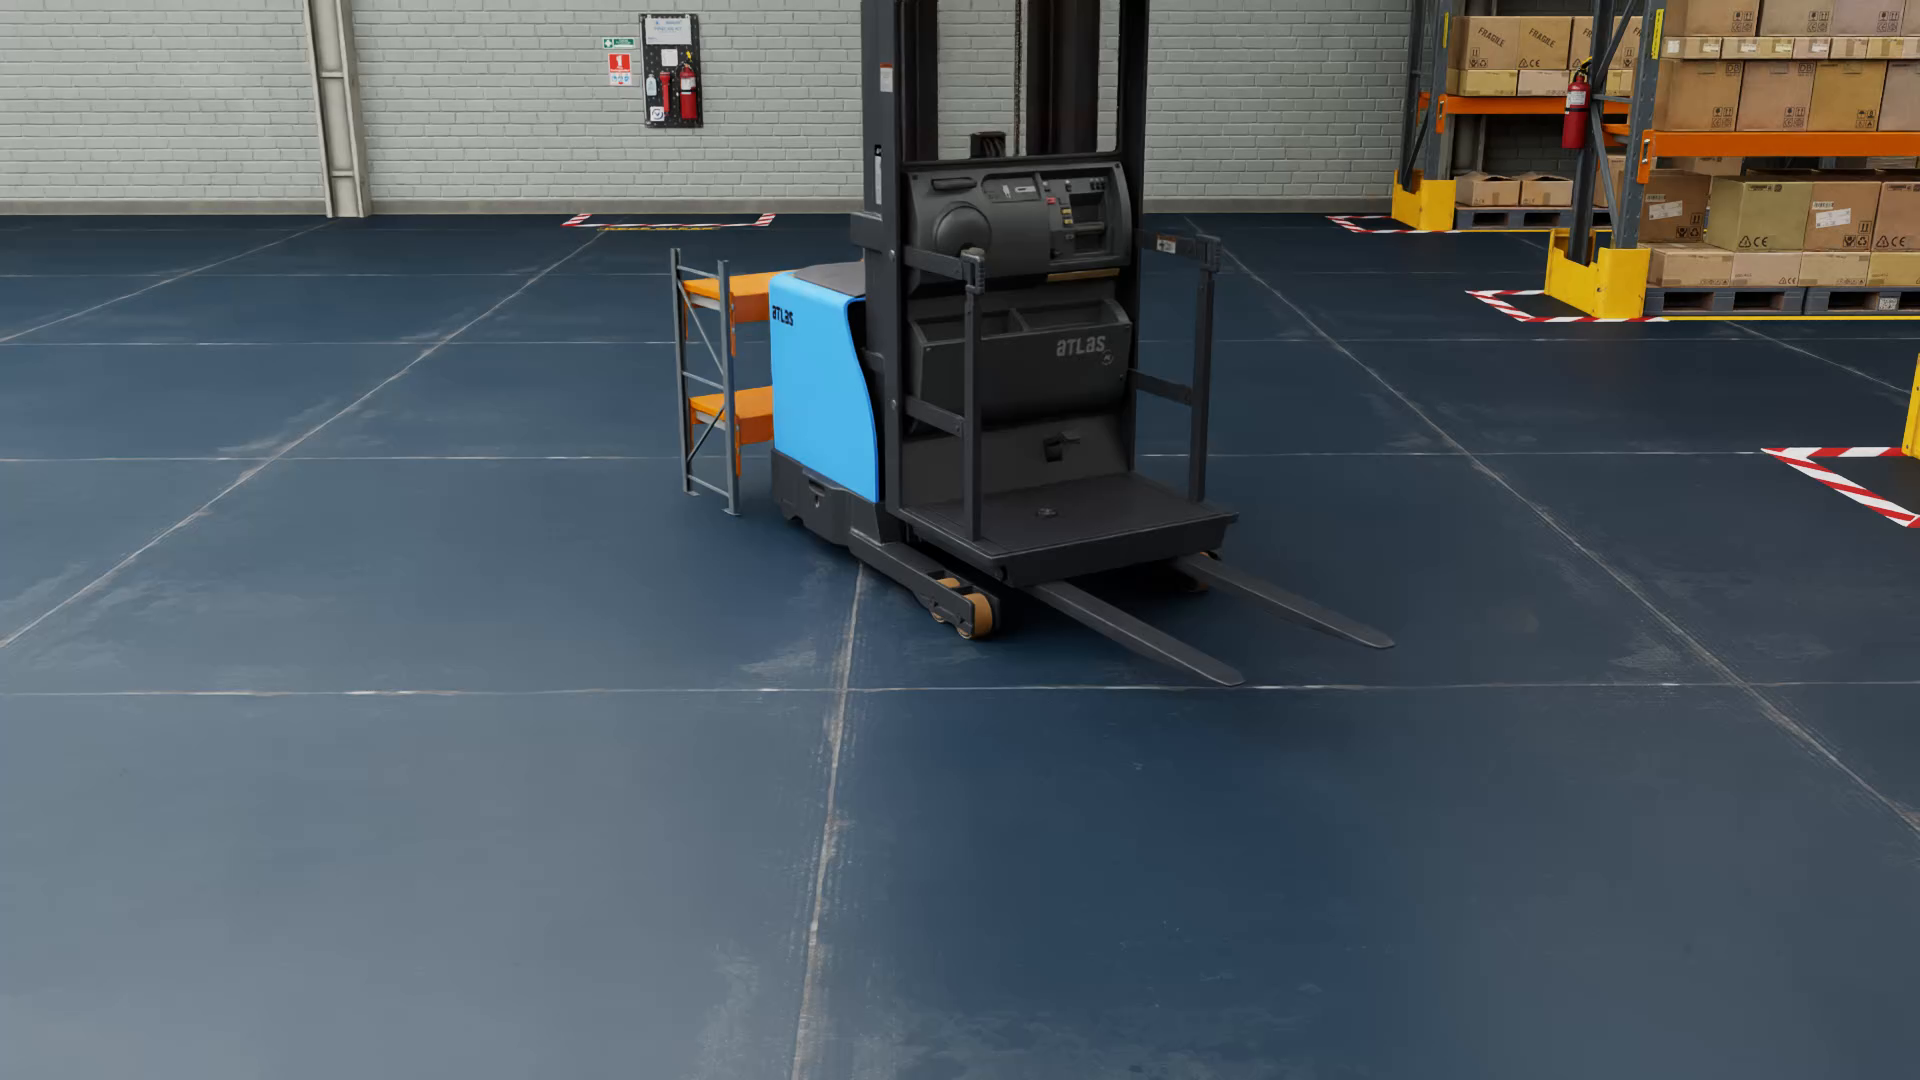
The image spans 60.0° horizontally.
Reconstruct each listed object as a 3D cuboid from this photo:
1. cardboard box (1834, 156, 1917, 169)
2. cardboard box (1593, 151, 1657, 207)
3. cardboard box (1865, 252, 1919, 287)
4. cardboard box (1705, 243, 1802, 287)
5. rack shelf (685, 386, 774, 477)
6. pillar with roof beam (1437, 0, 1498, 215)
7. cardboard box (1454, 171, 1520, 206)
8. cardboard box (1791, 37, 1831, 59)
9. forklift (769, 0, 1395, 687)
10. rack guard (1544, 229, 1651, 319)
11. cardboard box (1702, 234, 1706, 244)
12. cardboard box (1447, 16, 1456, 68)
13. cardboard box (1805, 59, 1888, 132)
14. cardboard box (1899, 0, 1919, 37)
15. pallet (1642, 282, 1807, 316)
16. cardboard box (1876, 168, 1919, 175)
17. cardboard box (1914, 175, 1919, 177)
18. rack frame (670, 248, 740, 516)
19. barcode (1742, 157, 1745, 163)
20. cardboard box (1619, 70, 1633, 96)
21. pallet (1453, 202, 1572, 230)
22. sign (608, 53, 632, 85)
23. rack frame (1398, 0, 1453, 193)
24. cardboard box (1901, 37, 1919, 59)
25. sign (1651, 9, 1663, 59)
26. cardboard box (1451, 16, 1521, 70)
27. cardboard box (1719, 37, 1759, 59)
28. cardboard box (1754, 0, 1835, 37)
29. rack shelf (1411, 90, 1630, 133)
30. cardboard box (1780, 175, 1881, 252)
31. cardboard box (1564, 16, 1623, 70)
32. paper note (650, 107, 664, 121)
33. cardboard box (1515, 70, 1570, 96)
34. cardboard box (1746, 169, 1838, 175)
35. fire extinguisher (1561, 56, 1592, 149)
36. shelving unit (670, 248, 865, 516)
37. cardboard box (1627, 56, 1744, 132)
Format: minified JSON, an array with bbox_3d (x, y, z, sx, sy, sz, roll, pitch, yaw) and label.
[{"bbox_3d":[9.459,-3.769,17.258,0.500,0.500,0.700,0,18,1],"label":"cardboard box"},{"bbox_3d":[6.721,-3.708,17.067,0.500,0.500,0.700,-1,18,-4],"label":"cardboard box"},{"bbox_3d":[6.845,-2.041,12.313,0.500,0.250,0.500,0,18,-1],"label":"cardboard box"},{"bbox_3d":[5.845,-2.038,12.303,0.500,0.250,0.500,0,18,-1],"label":"cardboard box"},{"bbox_3d":[-0.721,-0.562,7.758,1.000,0.278,0.538,-12,21,-33],"label":"rack shelf"},{"bbox_3d":[5.478,-6.531,12.675,0.400,9.000,9.100,0,18,-1],"label":"pillar with roof beam"},{"bbox_3d":[5.417,-3.627,17.124,0.500,0.311,0.500,-2,18,-7],"label":"cardboard box"},{"bbox_3d":[5.967,-3.505,11.837,0.250,0.149,0.380,-1,18,-2],"label":"cardboard box"},{"bbox_3d":[0.340,-1.200,5.990,1.130,2.935,3.031,-10,20,-28],"label":"forklift"},{"bbox_3d":[4.781,-2.018,12.521,0.348,0.500,1.175,0,18,-1],"label":"rack guard"},{"bbox_3d":[5.837,-2.198,12.804,0.500,0.250,0.500,0,18,-1],"label":"cardboard box"},{"bbox_3d":[5.191,-5.084,16.971,0.500,0.500,0.500,0,18,-1],"label":"cardboard box"},{"bbox_3d":[6.294,-3.259,12.134,0.500,0.500,0.700,0,18,0],"label":"cardboard box"},{"bbox_3d":[6.856,-3.882,11.951,0.500,0.500,0.700,0,18,-1],"label":"cardboard box"},{"bbox_3d":[5.569,-1.898,12.617,1.213,0.211,1.003,0,18,-1],"label":"pallet"},{"bbox_3d":[7.336,-2.564,12.717,0.500,0.500,0.500,0,18,-1],"label":"cardboard box"},{"bbox_3d":[7.345,-2.404,12.218,0.500,0.500,0.500,0,18,-1],"label":"cardboard box"},{"bbox_3d":[-1.135,-0.705,7.403,0.032,1.125,0.500,-12,21,-33],"label":"rack frame"},{"bbox_3d":[8.179,-3.983,17.402,0.075,0.075,0.001,0,18,-1],"label":"barcode"},{"bbox_3d":[6.750,-4.574,16.610,0.500,0.250,0.500,0,18,0],"label":"cardboard box"},{"bbox_3d":[5.612,-3.387,17.262,1.213,0.211,1.003,0,18,-1],"label":"pallet"},{"bbox_3d":[-3.616,-5.006,17.683,0.234,0.329,0.001,0,18,-1],"label":"sign"},{"bbox_3d":[4.723,-4.722,16.856,0.127,3.000,1.000,0,18,-1],"label":"rack frame"},{"bbox_3d":[6.738,-3.509,11.848,0.250,0.149,0.380,0,18,0],"label":"cardboard box"},{"bbox_3d":[4.808,-3.489,11.467,0.005,0.325,0.100,0,18,-1],"label":"sign"},{"bbox_3d":[5.205,-4.927,16.482,0.500,0.500,0.500,0,18,-1],"label":"cardboard box"},{"bbox_3d":[5.465,-3.503,11.833,0.250,0.149,0.380,-1,18,-2],"label":"cardboard box"},{"bbox_3d":[5.851,-3.877,11.935,0.500,0.500,0.700,-1,18,-2],"label":"cardboard box"},{"bbox_3d":[6.723,-4.389,16.996,4.000,0.370,1.077,0,18,-1],"label":"rack shelf"},{"bbox_3d":[6.345,-2.400,12.206,0.500,0.500,0.500,0,18,-1],"label":"cardboard box"},{"bbox_3d":[6.217,-4.927,16.482,0.500,0.500,0.500,-1,18,-3],"label":"cardboard box"},{"bbox_3d":[-3.239,-4.561,17.797,0.142,0.148,0.016,0,18,-1],"label":"paper note"},{"bbox_3d":[5.735,-4.572,16.602,0.500,0.250,0.500,-1,18,-3],"label":"cardboard box"},{"bbox_3d":[6.336,-2.559,12.701,0.500,0.500,0.500,0,18,-1],"label":"cardboard box"},{"bbox_3d":[4.680,-3.313,12.592,0.183,0.674,0.296,0,18,-1],"label":"fire extinguisher"},{"bbox_3d":[-0.721,-0.795,7.683,1.048,1.125,0.538,-12,21,-33],"label":"shelving unit"},{"bbox_3d":[5.272,-3.255,12.119,0.500,0.500,0.700,0,18,-1],"label":"cardboard box"}]
